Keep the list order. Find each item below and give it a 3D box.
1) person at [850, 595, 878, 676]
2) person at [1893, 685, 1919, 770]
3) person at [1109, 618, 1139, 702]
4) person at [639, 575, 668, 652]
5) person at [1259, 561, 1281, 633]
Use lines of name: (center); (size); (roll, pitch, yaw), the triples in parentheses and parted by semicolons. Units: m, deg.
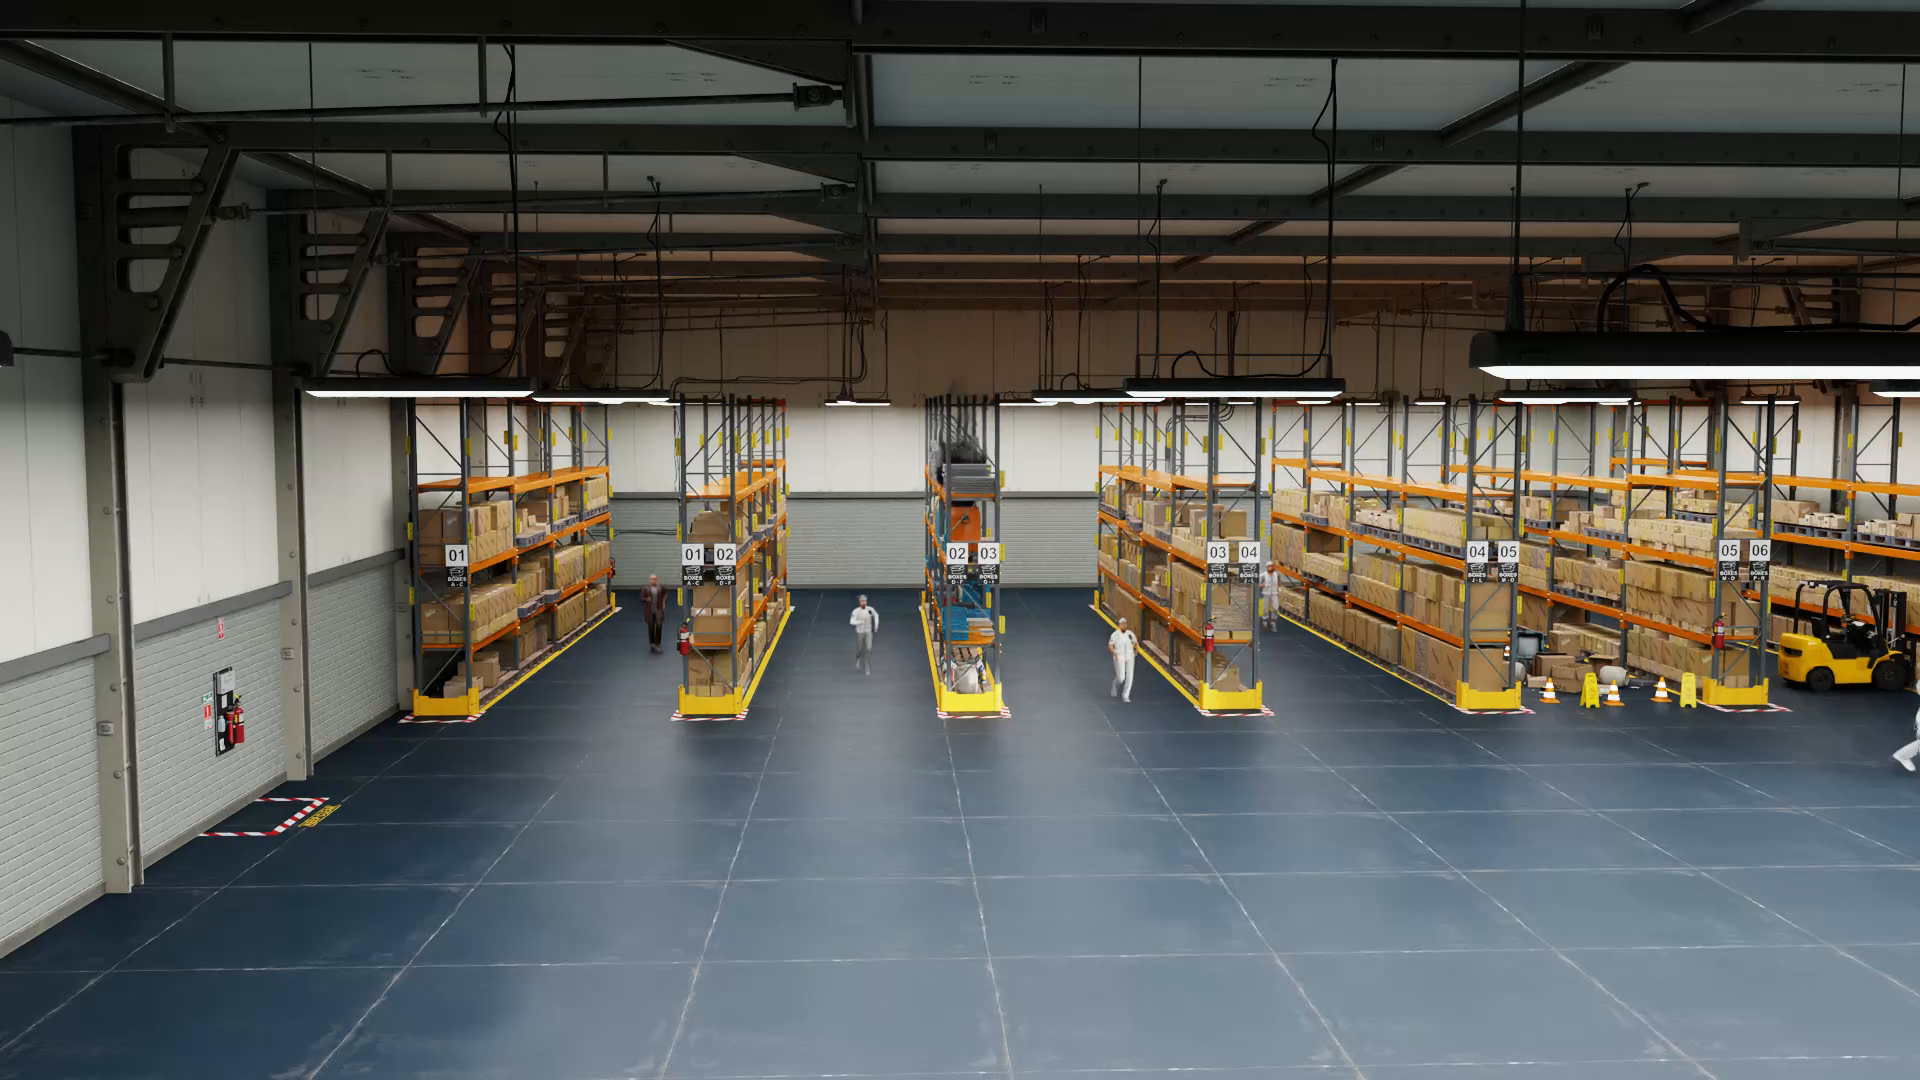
person: (-2.074, 2.038, 36.028); (0.621, 1.742, 0.880); (-1, 5, -8)
person: (15.069, 2.814, 25.846); (0.971, 1.851, 0.738); (4, 6, 42)
person: (3.243, 2.350, 32.587); (0.603, 1.609, 0.590); (0, 5, -6)
person: (-7.235, 1.732, 39.352); (0.685, 1.826, 0.776); (-1, 5, -11)
person: (7.944, 1.463, 42.653); (0.664, 1.852, 0.775); (0, 5, -1)
